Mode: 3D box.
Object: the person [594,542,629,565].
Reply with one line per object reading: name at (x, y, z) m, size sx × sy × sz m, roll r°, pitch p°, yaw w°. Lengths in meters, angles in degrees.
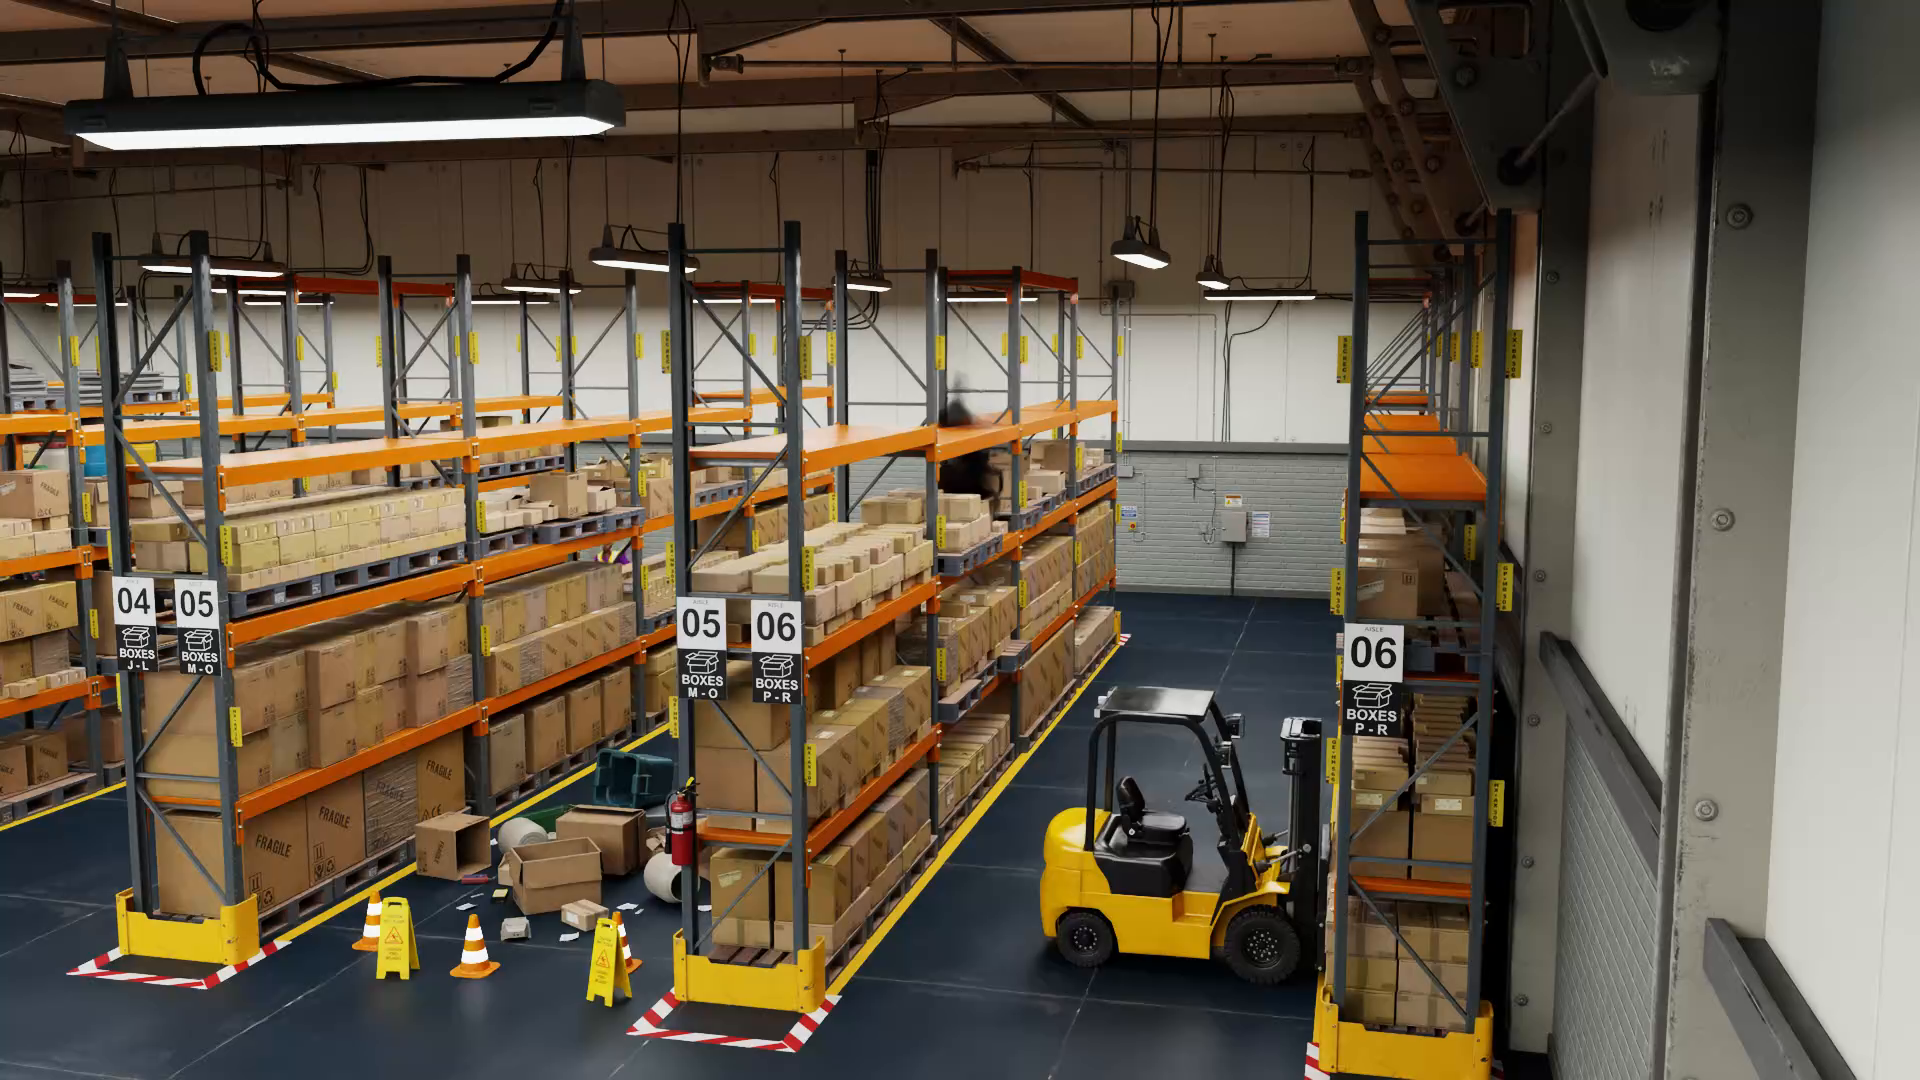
person at (-6.091, 0.789, 28.987) m, size 0.709 × 1.727 × 0.638 m, roll 1°, pitch 7°, yaw 11°
